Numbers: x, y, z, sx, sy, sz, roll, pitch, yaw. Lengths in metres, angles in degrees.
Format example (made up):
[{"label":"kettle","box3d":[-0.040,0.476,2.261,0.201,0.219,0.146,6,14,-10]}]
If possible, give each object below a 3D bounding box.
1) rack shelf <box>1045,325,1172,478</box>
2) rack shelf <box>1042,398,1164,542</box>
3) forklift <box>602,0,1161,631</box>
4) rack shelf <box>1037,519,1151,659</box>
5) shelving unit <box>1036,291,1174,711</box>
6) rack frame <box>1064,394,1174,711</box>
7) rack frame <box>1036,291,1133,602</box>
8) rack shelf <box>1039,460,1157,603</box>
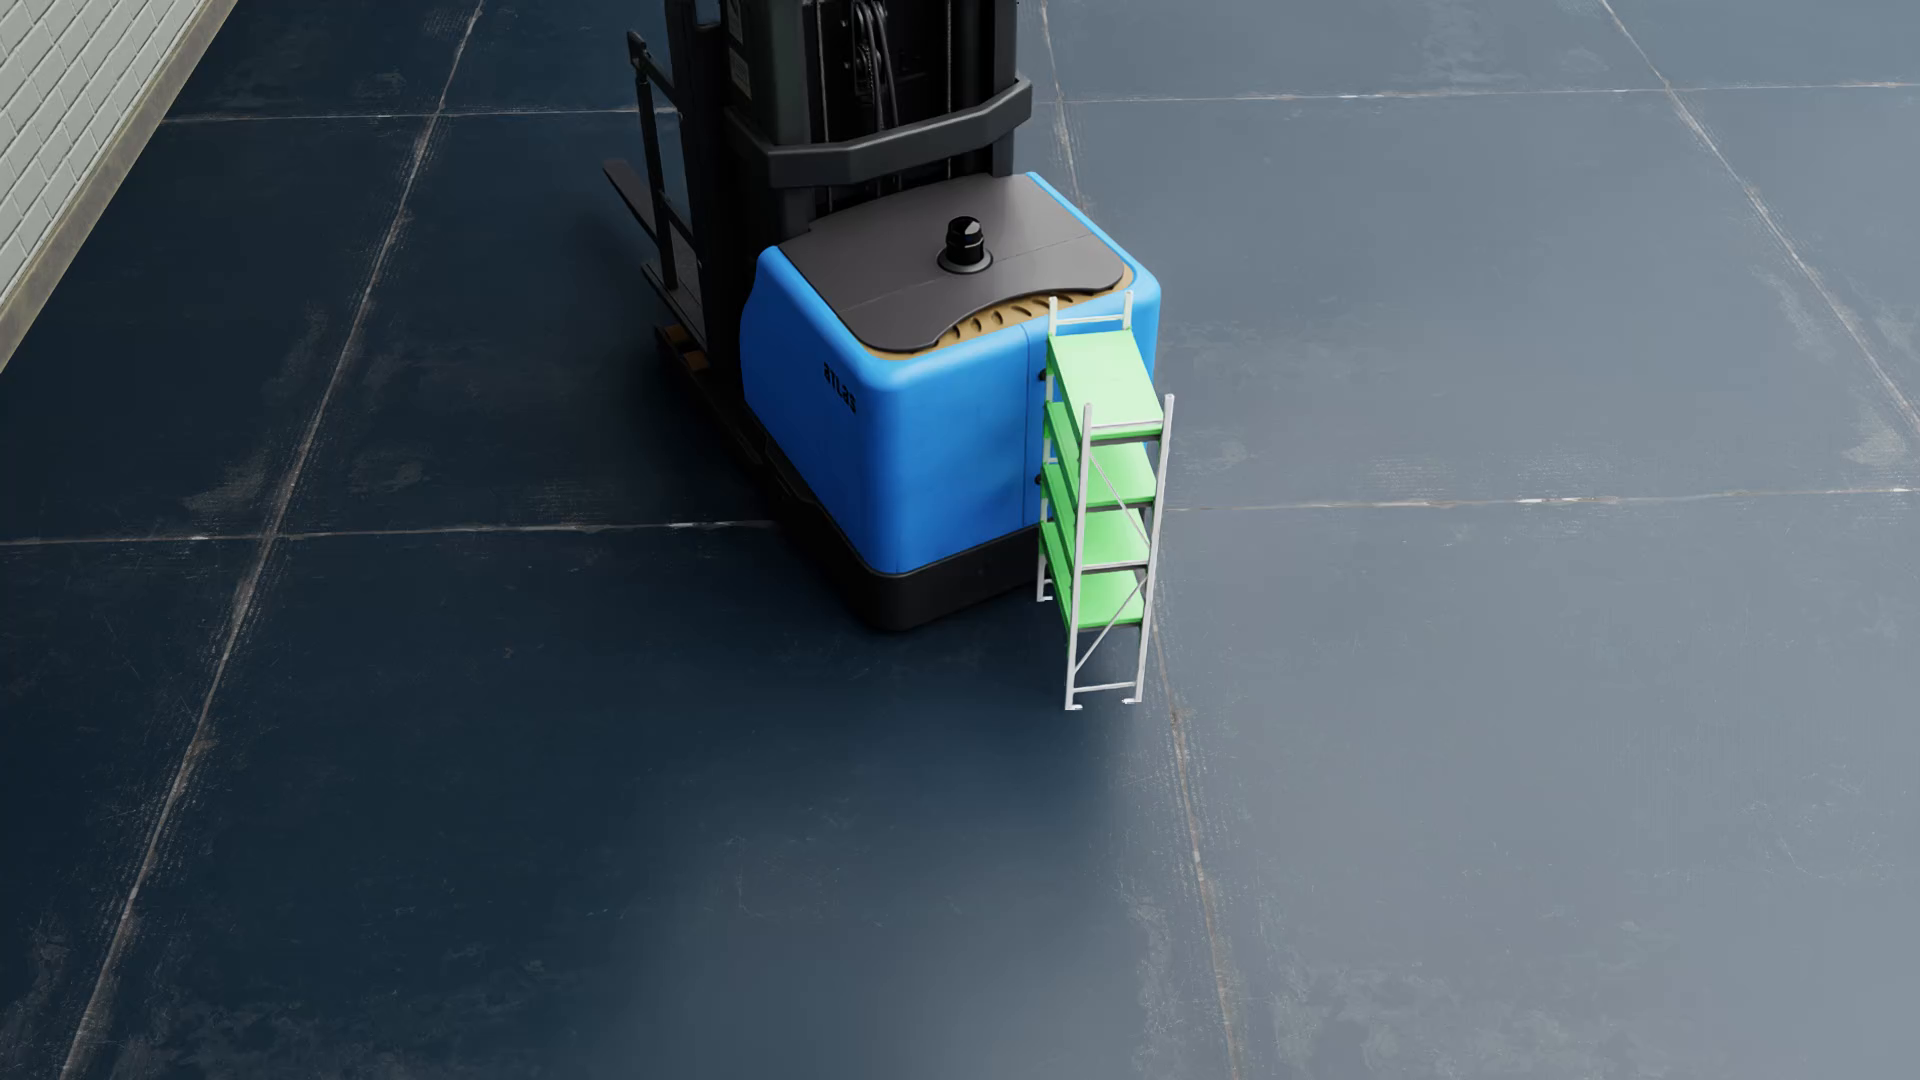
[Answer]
[{"label":"rack shelf","box3d":[0.409,-0.397,4.679,0.258,0.148,0.480,-6,43,-6]},{"label":"rack shelf","box3d":[0.409,-0.220,4.841,0.258,0.148,0.480,-6,43,-6]},{"label":"forklift","box3d":[-0.526,-1.776,5.518,1.130,2.935,3.031,-21,46,-21]},{"label":"rack shelf","box3d":[0.409,0.134,5.166,0.258,0.148,0.480,-6,43,-6]},{"label":"shelving unit","box3d":[0.409,-0.090,4.960,0.258,1.200,0.503,-6,43,-6]},{"label":"rack frame","box3d":[0.445,0.073,4.782,0.240,1.200,0.015,-6,43,-6]},{"label":"rack frame","box3d":[0.373,-0.253,5.138,0.240,1.200,0.015,-6,43,-6]},{"label":"rack shelf","box3d":[0.409,-0.043,5.003,0.258,0.148,0.480,-6,43,-6]}]
